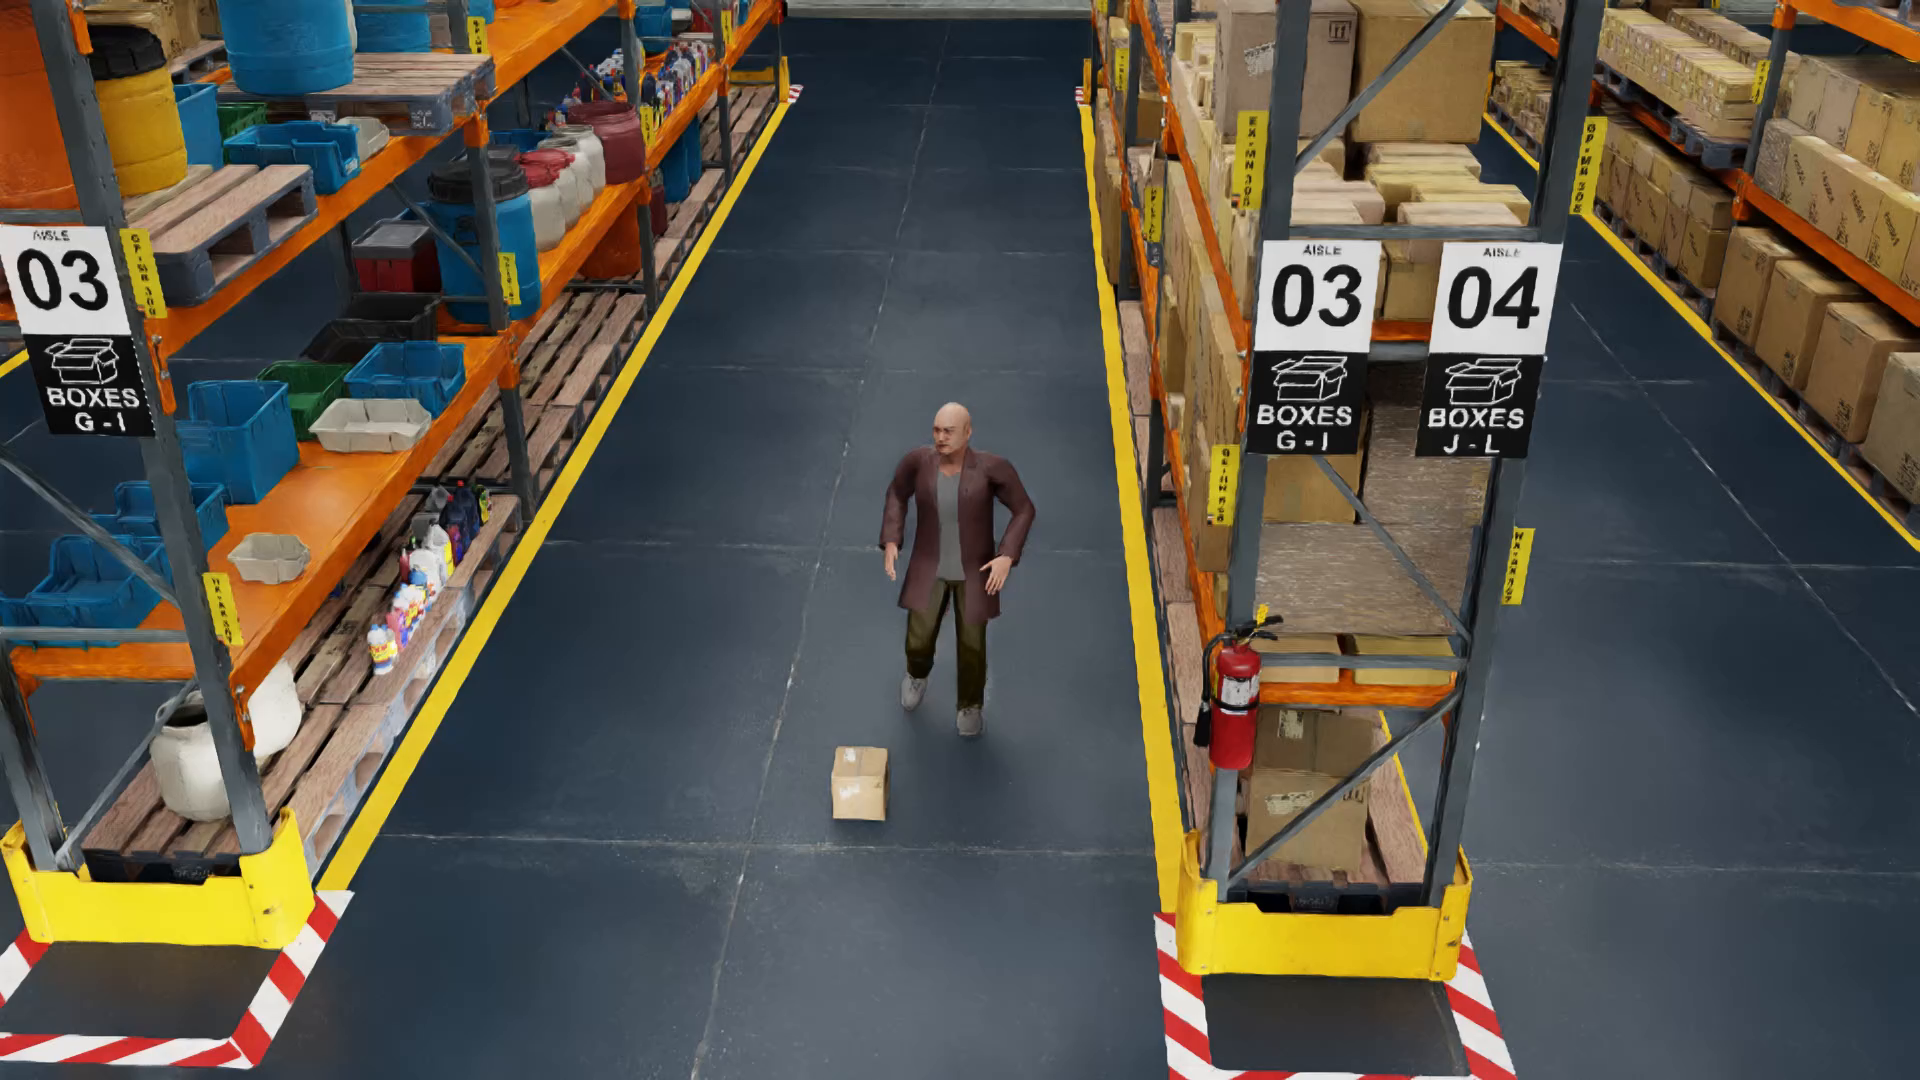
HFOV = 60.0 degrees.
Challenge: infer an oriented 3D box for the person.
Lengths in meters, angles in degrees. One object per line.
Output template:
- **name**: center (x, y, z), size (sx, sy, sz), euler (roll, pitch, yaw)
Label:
- **person**: center (-0.027, 0.159, 8.370), size (0.785, 1.750, 0.517), euler (4, 28, 7)
